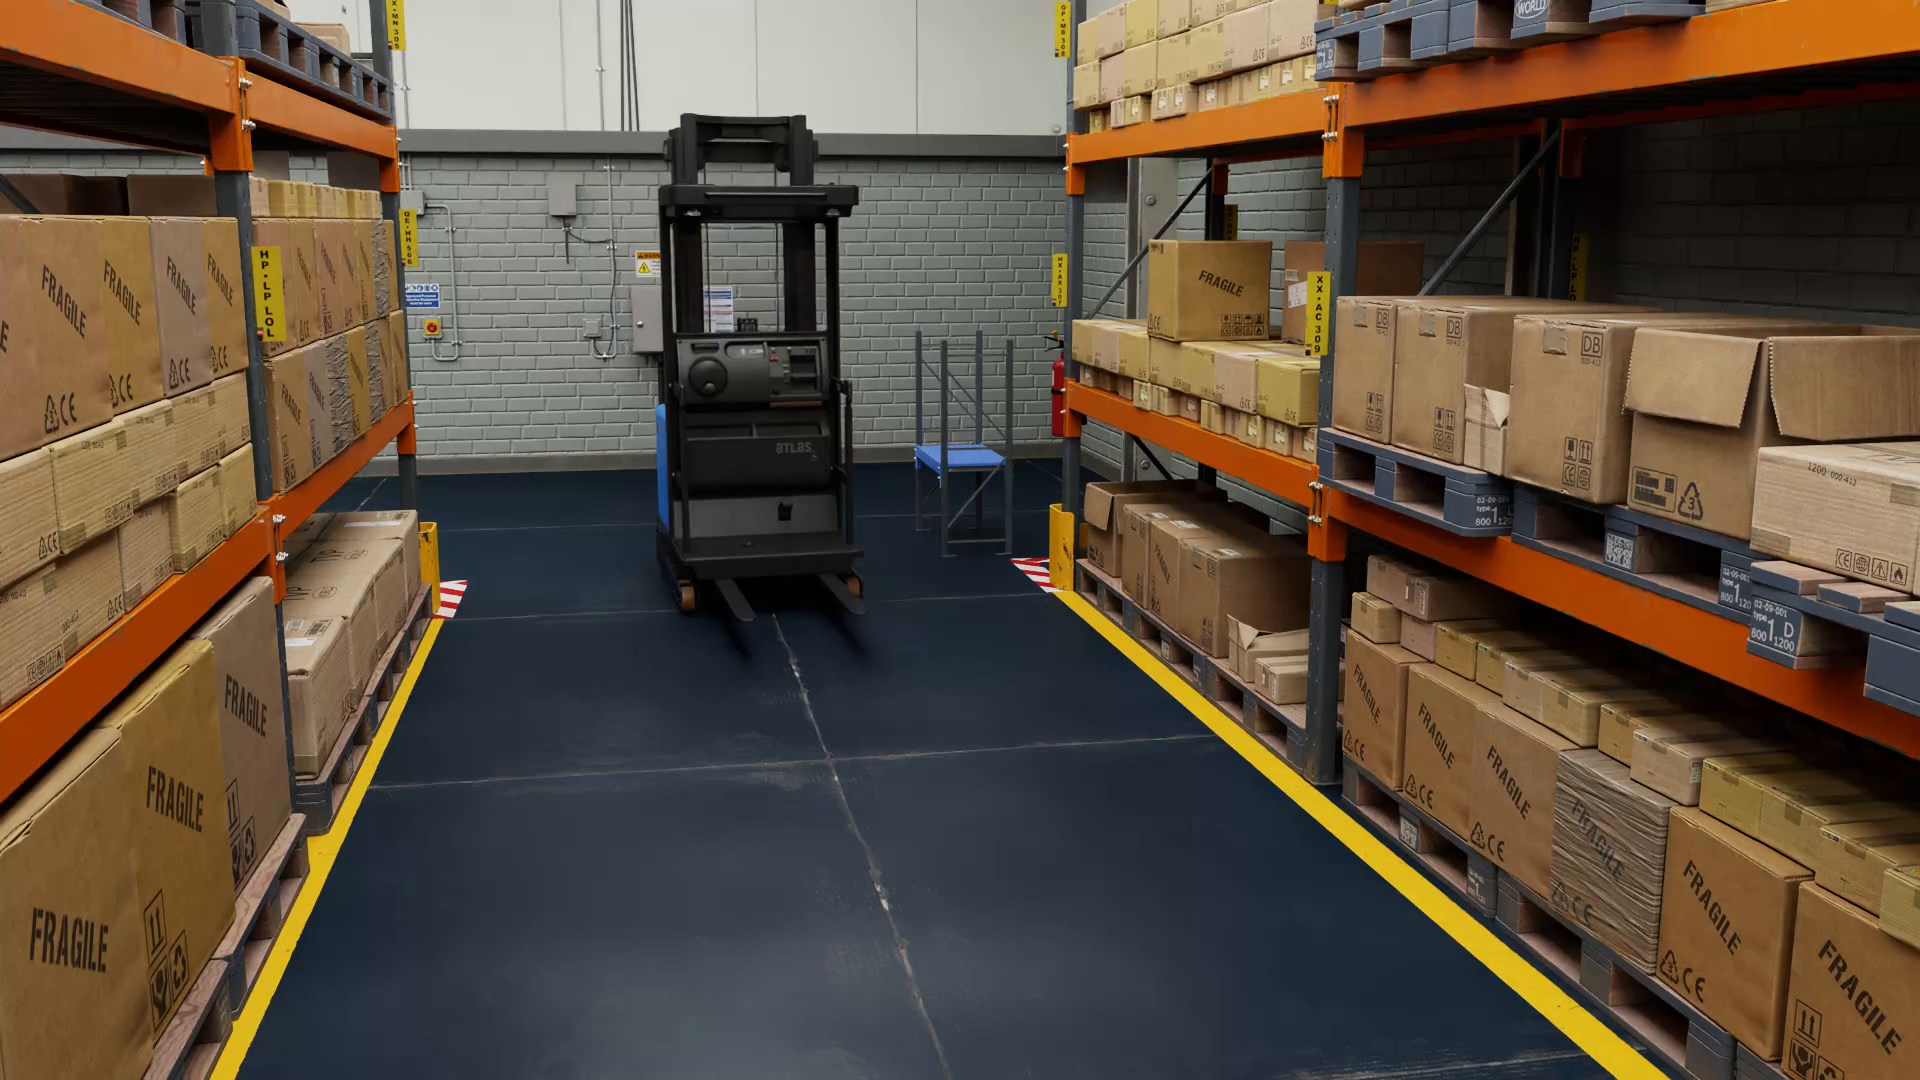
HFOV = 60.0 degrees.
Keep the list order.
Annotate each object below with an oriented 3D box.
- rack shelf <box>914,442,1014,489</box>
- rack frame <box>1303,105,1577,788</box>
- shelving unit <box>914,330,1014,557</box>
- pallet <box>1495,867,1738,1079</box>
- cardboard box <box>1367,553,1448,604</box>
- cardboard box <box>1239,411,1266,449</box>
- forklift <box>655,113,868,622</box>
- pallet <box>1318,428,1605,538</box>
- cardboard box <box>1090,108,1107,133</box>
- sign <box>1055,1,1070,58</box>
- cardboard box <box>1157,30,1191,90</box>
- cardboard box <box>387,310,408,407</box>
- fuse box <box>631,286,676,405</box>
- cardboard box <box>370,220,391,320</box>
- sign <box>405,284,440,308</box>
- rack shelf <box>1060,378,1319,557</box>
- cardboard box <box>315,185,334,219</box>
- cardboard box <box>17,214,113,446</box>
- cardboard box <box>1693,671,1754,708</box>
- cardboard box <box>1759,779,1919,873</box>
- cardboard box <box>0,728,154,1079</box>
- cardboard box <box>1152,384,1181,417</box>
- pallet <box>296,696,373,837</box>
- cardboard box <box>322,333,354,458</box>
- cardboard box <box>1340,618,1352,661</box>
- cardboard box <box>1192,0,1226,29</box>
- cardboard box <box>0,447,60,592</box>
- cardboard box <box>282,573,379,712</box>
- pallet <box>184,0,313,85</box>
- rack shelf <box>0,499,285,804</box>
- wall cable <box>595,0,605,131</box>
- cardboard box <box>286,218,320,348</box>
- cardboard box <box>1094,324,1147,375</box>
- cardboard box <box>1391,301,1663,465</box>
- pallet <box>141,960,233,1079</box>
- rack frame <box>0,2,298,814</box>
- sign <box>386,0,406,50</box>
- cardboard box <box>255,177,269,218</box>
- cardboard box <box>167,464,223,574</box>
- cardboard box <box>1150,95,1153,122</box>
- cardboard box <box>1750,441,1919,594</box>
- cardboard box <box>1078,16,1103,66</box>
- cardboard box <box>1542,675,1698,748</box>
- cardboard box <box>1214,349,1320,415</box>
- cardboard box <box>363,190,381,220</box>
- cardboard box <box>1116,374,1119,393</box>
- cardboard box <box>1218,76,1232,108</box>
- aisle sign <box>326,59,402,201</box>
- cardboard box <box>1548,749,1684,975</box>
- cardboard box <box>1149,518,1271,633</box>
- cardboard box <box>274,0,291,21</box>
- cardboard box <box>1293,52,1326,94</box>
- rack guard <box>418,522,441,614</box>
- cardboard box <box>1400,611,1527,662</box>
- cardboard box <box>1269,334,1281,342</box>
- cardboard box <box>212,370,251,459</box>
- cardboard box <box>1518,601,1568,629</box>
[{"bbox_3d":[0.017,-0.544,12.008,0.538,0.185,1.000,-2,11,-11],"label":"rack shelf"},{"bbox_3d":[1.936,-0.483,6.711,1.000,3.000,0.127,-2,11,-11],"label":"rack frame"},{"bbox_3d":[0.017,-0.721,11.974,0.538,1.500,1.048,-2,11,-11],"label":"shelving unit"},{"bbox_3d":[2.372,1.259,5.017,1.003,0.211,1.213,-2,11,-11],"label":"pallet"},{"bbox_3d":[1.804,0.147,6.432,0.380,0.149,0.250,-2,11,-12],"label":"cardboard box"},{"bbox_3d":[1.480,-0.502,7.486,0.380,0.149,0.250,-2,11,-10],"label":"cardboard box"},{"bbox_3d":[-1.218,-1.083,10.050,1.130,2.935,3.031,-3,11,-15],"label":"forklift"},{"bbox_3d":[1.984,-0.238,5.938,1.003,0.211,1.213,-2,11,-11],"label":"pallet"},{"bbox_3d":[0.992,-2.500,9.957,0.380,0.149,0.250,-2,11,-10],"label":"cardboard box"},{"bbox_3d":[0.626,-3.100,10.099,0.100,0.325,0.005,-2,11,-11],"label":"sign"},{"bbox_3d":[1.306,-2.390,8.316,0.500,0.250,0.500,-2,11,-12],"label":"cardboard box"},{"bbox_3d":[-3.357,-1.005,9.190,0.500,0.500,0.500,-2,11,-11],"label":"cardboard box"},{"bbox_3d":[-2.741,-1.485,15.423,0.539,1.711,0.414,-2,11,-11],"label":"fuse box"},{"bbox_3d":[-3.252,-1.401,8.593,0.500,0.500,0.500,-2,11,-11],"label":"cardboard box"},{"bbox_3d":[-4.889,-2.211,15.067,0.327,0.218,0.001,-2,11,-11],"label":"sign"},{"bbox_3d":[1.547,-0.496,8.705,1.077,0.370,4.000,-2,11,-11],"label":"rack shelf"},{"bbox_3d":[-3.017,-1.508,7.420,0.380,0.149,0.250,-2,11,-11],"label":"cardboard box"},{"bbox_3d":[-2.296,-0.486,3.788,0.500,0.500,0.500,-2,11,-10],"label":"cardboard box"},{"bbox_3d":[2.584,0.513,5.306,0.380,0.149,0.250,-2,11,-10],"label":"cardboard box"},{"bbox_3d":[2.271,0.724,4.200,0.380,0.149,0.250,-2,11,-9],"label":"cardboard box"},{"bbox_3d":[-2.376,0.976,3.605,0.875,0.875,0.875,-2,11,-10],"label":"cardboard box"},{"bbox_3d":[1.226,-0.737,8.719,0.380,0.149,0.250,-2,11,-10],"label":"cardboard box"},{"bbox_3d":[-3.003,0.926,6.767,1.003,0.211,1.213,-2,11,-11],"label":"pallet"},{"bbox_3d":[-2.951,-0.630,7.218,0.500,0.500,0.500,-2,11,-11],"label":"cardboard box"},{"bbox_3d":[2.039,0.502,7.605,0.500,0.311,0.500,-2,11,-9],"label":"cardboard box"},{"bbox_3d":[1.404,-2.544,7.787,0.500,0.250,0.500,-2,11,-10],"label":"cardboard box"},{"bbox_3d":[-2.195,-0.028,3.388,0.500,0.250,0.500,-2,11,-11],"label":"cardboard box"},{"bbox_3d":[-3.124,0.468,7.447,0.875,0.438,0.875,-2,11,-13],"label":"cardboard box"},{"bbox_3d":[-3.081,-1.882,6.277,1.003,0.211,1.213,-2,11,-11],"label":"pallet"},{"bbox_3d":[-2.543,0.419,3.899,1.077,0.370,4.000,-2,11,-11],"label":"rack shelf"},{"bbox_3d":[-4.354,-5.042,14.621,2.355,3.000,0.029,-2,11,-11],"label":"wall cable"},{"bbox_3d":[-2.879,-1.031,6.649,0.500,0.500,0.500,-2,11,-12],"label":"cardboard box"},{"bbox_3d":[1.080,-1.103,9.577,0.500,0.250,0.500,-2,11,-10],"label":"cardboard box"},{"bbox_3d":[1.911,-0.546,5.654,0.700,0.500,0.500,-2,11,-10],"label":"cardboard box"},{"bbox_3d":[-2.467,1.431,4.112,1.003,0.211,1.213,-2,11,-11],"label":"pallet"},{"bbox_3d":[-2.932,-0.302,5.759,1.000,3.000,0.127,-2,11,-11],"label":"rack frame"},{"bbox_3d":[-3.175,-2.922,9.348,0.100,0.325,0.005,-2,11,-11],"label":"sign"},{"bbox_3d":[-2.805,-1.274,6.193,0.380,0.149,0.250,-2,11,-10],"label":"cardboard box"},{"bbox_3d":[-2.500,-0.061,4.898,0.500,0.250,0.500,-2,11,-12],"label":"cardboard box"},{"bbox_3d":[1.216,-2.264,8.721,0.380,0.149,0.250,-2,11,-12],"label":"cardboard box"},{"bbox_3d":[2.191,-0.064,3.786,0.500,0.250,0.500,-3,11,-14],"label":"cardboard box"},{"bbox_3d":[0.998,-2.917,9.748,0.500,0.250,0.500,-2,11,-12],"label":"cardboard box"},{"bbox_3d":[2.060,0.533,5.202,0.380,0.149,0.250,-2,11,-9],"label":"cardboard box"},{"bbox_3d":[1.486,-0.731,7.621,0.500,0.250,0.500,-2,11,-11],"label":"cardboard box"},{"bbox_3d":[-3.238,-1.746,8.669,0.380,0.149,0.250,-2,11,-12],"label":"cardboard box"},{"bbox_3d":[1.133,-0.931,9.737,0.380,0.149,0.250,-2,11,-12],"label":"cardboard box"},{"bbox_3d":[1.422,-2.078,7.741,0.380,0.149,0.250,-2,11,-9],"label":"cardboard box"},{"bbox_3d":[-3.420,-2.337,9.499,0.394,0.787,0.004,-2,11,-11],"label":"aisle sign"},{"bbox_3d":[2.110,0.920,4.902,0.500,0.500,0.500,-3,11,-13],"label":"cardboard box"},{"bbox_3d":[1.317,0.180,8.792,0.500,0.500,0.500,-2,11,-10],"label":"cardboard box"},{"bbox_3d":[-3.468,-2.444,7.840,0.500,0.311,0.500,-2,11,-10],"label":"cardboard box"},{"bbox_3d":[1.576,-1.888,6.744,0.380,0.149,0.250,-2,11,-11],"label":"cardboard box"},{"bbox_3d":[-3.715,0.188,9.870,1.175,0.500,0.348,-2,11,-11],"label":"rack guard"},{"bbox_3d":[1.875,0.344,6.196,0.380,0.149,0.250,-2,11,-13],"label":"cardboard box"},{"bbox_3d":[1.800,-0.933,8.680,0.500,0.250,0.500,-2,11,-11],"label":"cardboard box"},{"bbox_3d":[-2.608,-0.401,5.348,0.500,0.250,0.500,-2,11,-11],"label":"cardboard box"},{"bbox_3d":[2.347,0.325,6.292,0.380,0.149,0.250,-2,11,-11],"label":"cardboard box"}]
